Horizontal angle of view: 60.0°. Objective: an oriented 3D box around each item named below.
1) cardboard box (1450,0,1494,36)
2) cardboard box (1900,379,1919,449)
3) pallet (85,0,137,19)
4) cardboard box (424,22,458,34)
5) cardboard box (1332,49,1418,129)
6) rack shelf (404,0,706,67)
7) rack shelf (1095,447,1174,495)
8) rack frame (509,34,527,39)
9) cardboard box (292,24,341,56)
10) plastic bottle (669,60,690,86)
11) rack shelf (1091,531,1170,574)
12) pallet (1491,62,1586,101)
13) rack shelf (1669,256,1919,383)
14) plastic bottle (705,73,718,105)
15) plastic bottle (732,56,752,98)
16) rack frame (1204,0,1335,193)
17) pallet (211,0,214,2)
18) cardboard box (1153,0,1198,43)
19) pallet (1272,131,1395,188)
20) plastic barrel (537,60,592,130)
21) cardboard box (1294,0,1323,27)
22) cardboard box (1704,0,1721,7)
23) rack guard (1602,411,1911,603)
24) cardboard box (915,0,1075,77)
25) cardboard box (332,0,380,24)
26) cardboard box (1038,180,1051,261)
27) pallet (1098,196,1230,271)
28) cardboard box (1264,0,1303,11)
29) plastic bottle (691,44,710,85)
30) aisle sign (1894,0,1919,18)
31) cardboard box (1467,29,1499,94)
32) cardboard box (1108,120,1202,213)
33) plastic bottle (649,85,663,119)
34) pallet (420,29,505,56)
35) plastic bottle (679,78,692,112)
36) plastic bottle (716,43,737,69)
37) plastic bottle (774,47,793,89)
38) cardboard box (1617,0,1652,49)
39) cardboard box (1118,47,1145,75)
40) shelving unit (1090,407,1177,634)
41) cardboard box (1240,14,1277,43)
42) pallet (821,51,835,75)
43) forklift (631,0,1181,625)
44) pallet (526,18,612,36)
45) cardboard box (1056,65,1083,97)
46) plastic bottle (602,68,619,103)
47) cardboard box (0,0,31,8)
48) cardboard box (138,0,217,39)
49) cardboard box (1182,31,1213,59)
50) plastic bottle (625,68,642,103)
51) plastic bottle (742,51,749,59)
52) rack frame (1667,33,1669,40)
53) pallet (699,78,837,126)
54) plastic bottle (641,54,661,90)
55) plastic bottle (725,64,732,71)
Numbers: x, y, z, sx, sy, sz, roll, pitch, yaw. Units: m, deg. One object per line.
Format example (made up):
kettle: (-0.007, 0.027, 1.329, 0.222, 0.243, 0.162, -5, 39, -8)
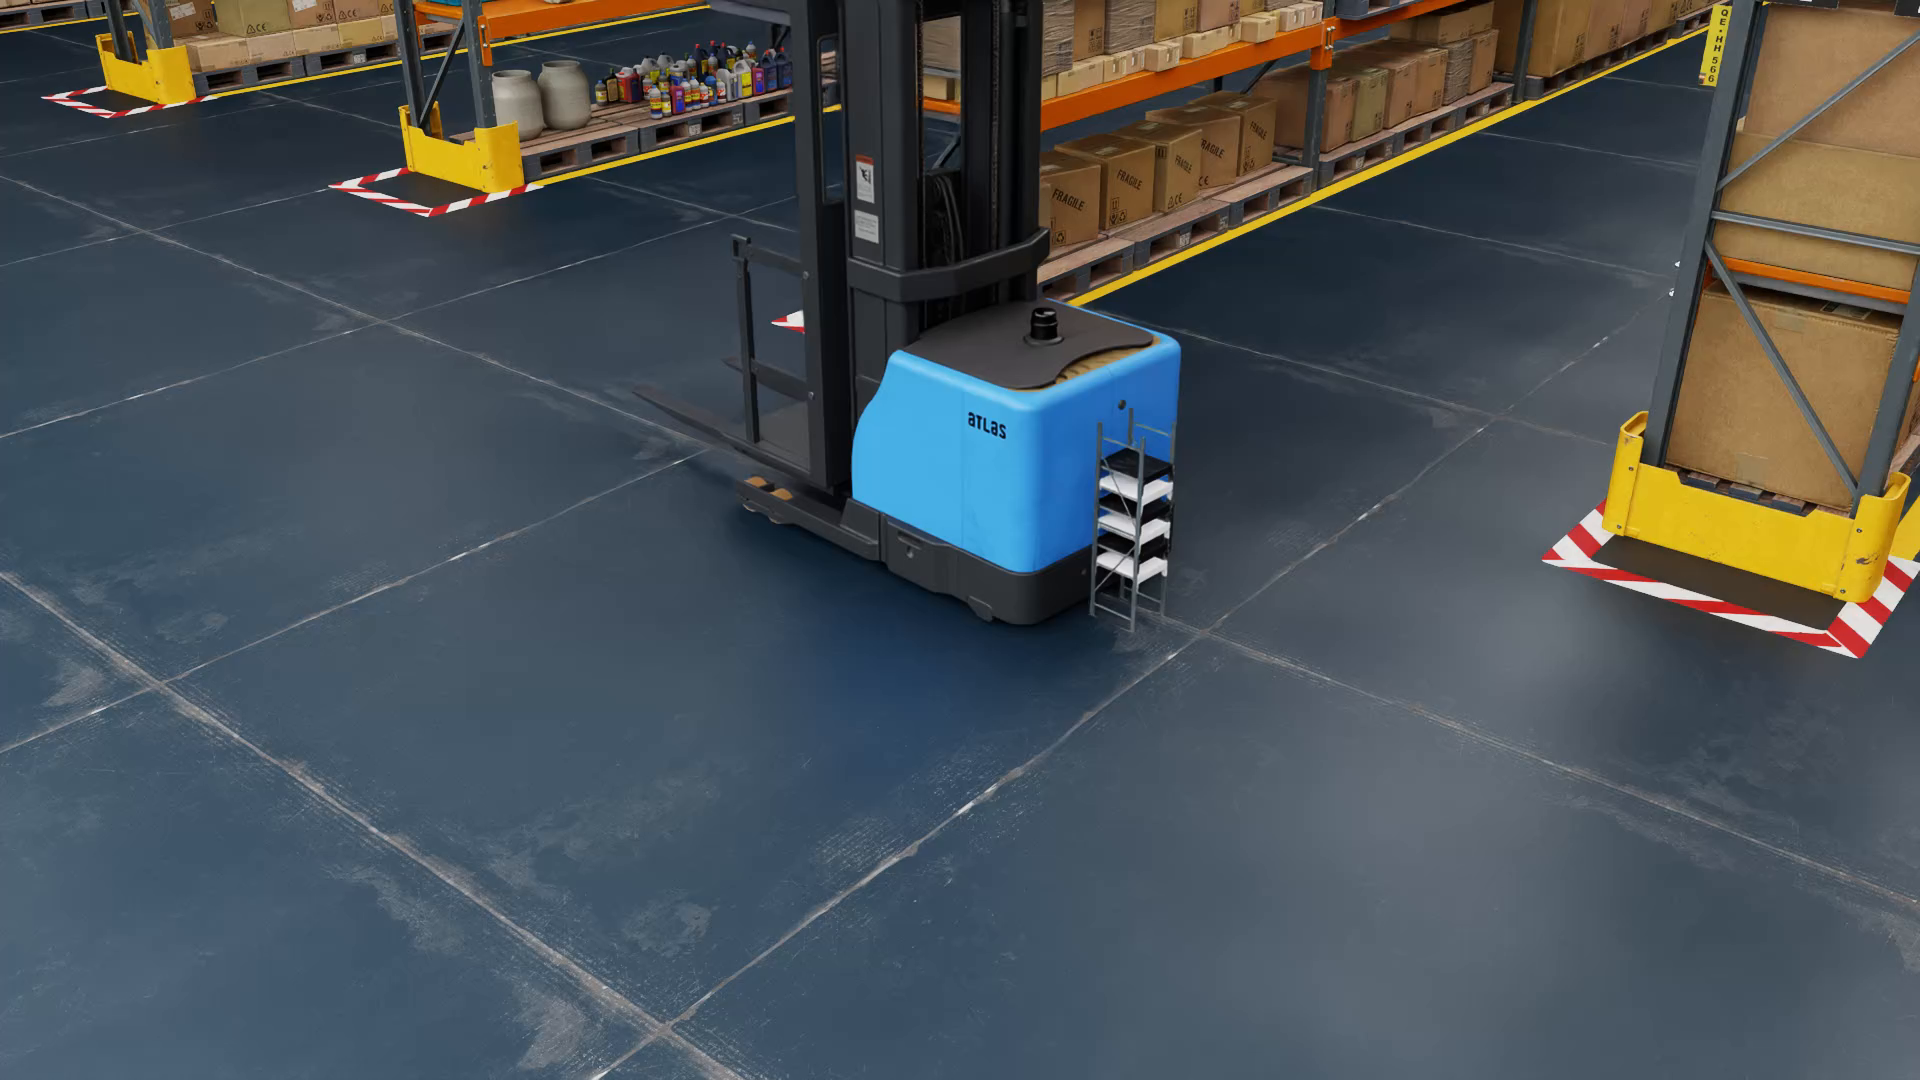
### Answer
cardboard box: (4.508, -4.779, 15.149, 0.500, 0.250, 0.500, 22, 35, 36)
cardboard box: (4.524, -1.101, 8.468, 0.875, 0.875, 0.875, 20, 34, 34)
pallet: (-10.275, -6.611, 20.299, 1.003, 0.211, 1.213, 21, 34, 34)
cardboard box: (-5.726, -5.648, 17.939, 0.500, 0.250, 0.500, 21, 34, 34)
cardboard box: (3.448, -3.848, 14.165, 0.700, 0.500, 0.500, 18, 32, 30)
rack shelf: (-2.727, -4.608, 14.176, 1.077, 0.370, 4.000, 21, 34, 34)
rack shelf: (0.715, -0.286, 6.809, 0.258, 0.077, 0.200, 24, 36, 38)
rack frame: (-5.274, -7.086, 18.182, 1.000, 3.000, 0.127, 21, 34, 34)
cardboard box: (-6.672, -5.113, 16.905, 0.500, 0.250, 0.500, 21, 34, 34)
plastic bottle: (-2.548, -4.205, 15.100, 0.152, 0.276, 0.135, 21, 34, 34)
rack shelf: (0.715, 0.034, 6.974, 0.258, 0.077, 0.200, 24, 36, 38)
pallet: (5.471, -4.626, 16.463, 1.003, 0.211, 1.213, 21, 34, 34)
rack shelf: (4.858, -1.675, 8.506, 1.077, 0.370, 4.000, 21, 34, 34)
plastic bottle: (-2.195, -3.983, 14.675, 0.097, 0.271, 0.097, 0, 27, 0)
plastic bottle: (-1.969, -4.160, 14.932, 0.144, 0.351, 0.185, 21, 34, 34)
rack frame: (2.367, -4.189, 12.583, 1.000, 3.000, 0.127, 21, 34, 34)
pallet: (-9.499, -7.045, 21.139, 1.003, 0.211, 1.213, 21, 34, 34)
cardboard box: (1.098, -3.685, 11.177, 0.875, 0.500, 0.500, 21, 34, 34)
pallet: (2.861, -3.227, 13.758, 1.003, 0.211, 1.213, 21, 34, 34)
plastic barrel: (-3.320, -3.733, 13.953, 0.421, 0.512, 0.421, 0, 27, 0)
cardboard box: (2.457, -3.915, 12.327, 0.380, 0.149, 0.250, 21, 34, 34)
cardboard box: (8.510, -6.798, 19.482, 0.875, 0.875, 0.875, 21, 34, 34)
rack guard: (3.571, -0.167, 7.528, 1.175, 0.500, 0.348, 21, 34, 34)
cardboard box: (0.194, -3.134, 10.112, 0.875, 0.500, 0.500, 21, 34, 34)
cardboard box: (-6.350, -5.622, 17.072, 0.500, 0.500, 0.500, 21, 34, 34)
cardboard box: (0.233, -2.064, 10.738, 0.500, 0.500, 0.500, -21, 34, -35)
pallet: (1.192, -2.268, 11.904, 1.003, 0.211, 1.213, 21, 34, 34)
cardboard box: (2.033, -4.224, 12.218, 0.875, 0.500, 0.500, 21, 34, 34)
plastic bottle: (-2.408, -4.424, 15.441, 0.144, 0.351, 0.185, 19, 33, 32)
aisle sign: (3.772, -2.327, 6.155, 0.394, 0.787, 0.004, 21, 34, 34)
cardboard box: (4.501, -4.449, 15.327, 0.700, 0.500, 0.500, 19, 33, 32)
cardboard box: (1.389, -2.687, 11.943, 0.500, 0.500, 0.500, 17, 32, 30)
plastic bottle: (-2.605, -3.754, 14.232, 0.097, 0.271, 0.097, 0, 27, 0)
pallet: (-5.813, -5.577, 18.302, 1.003, 0.211, 1.213, 21, 34, 34)
plastic bottle: (-2.387, -3.875, 14.467, 0.097, 0.271, 0.097, 0, 27, 0)
plastic bottle: (-2.177, -4.449, 15.489, 0.144, 0.351, 0.185, 21, 34, 34)
plastic bottle: (-1.642, -4.343, 15.285, 0.144, 0.351, 0.185, 20, 33, 33)
cardboard box: (6.496, -5.719, 17.395, 1.225, 0.875, 0.875, 19, 33, 33)
cardboard box: (0.978, -3.136, 10.821, 0.380, 0.149, 0.250, 21, 34, 34)
shelving unit: (0.715, -0.076, 6.918, 0.258, 0.900, 0.210, 24, 36, 38)
cardboard box: (2.013, -3.637, 11.790, 0.380, 0.149, 0.250, 21, 34, 34)
pallet: (-0.985, -4.688, 16.582, 1.003, 0.211, 1.213, 21, 34, 34)
forklift: (-0.441, -1.525, 7.508, 3.031, 2.935, 1.130, 25, 36, 39)
pallet: (-4.836, -6.120, 19.350, 1.003, 0.211, 1.213, 21, 34, 34)
cardboard box: (0.533, -2.858, 10.283, 0.380, 0.149, 0.250, 21, 34, 34)
plastic bottle: (-3.109, -4.033, 14.760, 0.061, 0.283, 0.133, 22, 34, 36)
cardboard box: (-11.134, -6.334, 19.177, 0.500, 0.311, 0.500, 17, 32, 29)
cardboard box: (-7.707, -5.243, 16.339, 0.500, 0.500, 0.500, 21, 34, 34)
cardboard box: (1.492, -3.388, 11.308, 0.380, 0.149, 0.250, 21, 34, 34)
plastic bottle: (-2.905, -4.037, 14.767, 0.061, 0.283, 0.133, 21, 34, 34)
plastic bottle: (-2.060, -4.568, 15.883, 0.097, 0.201, 0.097, 0, 27, 0)
rack frame: (7.456, -7.026, 18.066, 1.000, 3.000, 0.127, 21, 34, 34)
pallet: (-1.914, -4.172, 15.585, 1.003, 0.211, 1.213, 21, 34, 34)
plastic bottle: (-2.797, -4.207, 15.022, 0.144, 0.351, 0.185, 22, 35, 36)
plastic bottle: (-2.065, -4.151, 14.988, 0.061, 0.283, 0.133, 21, 34, 34)
